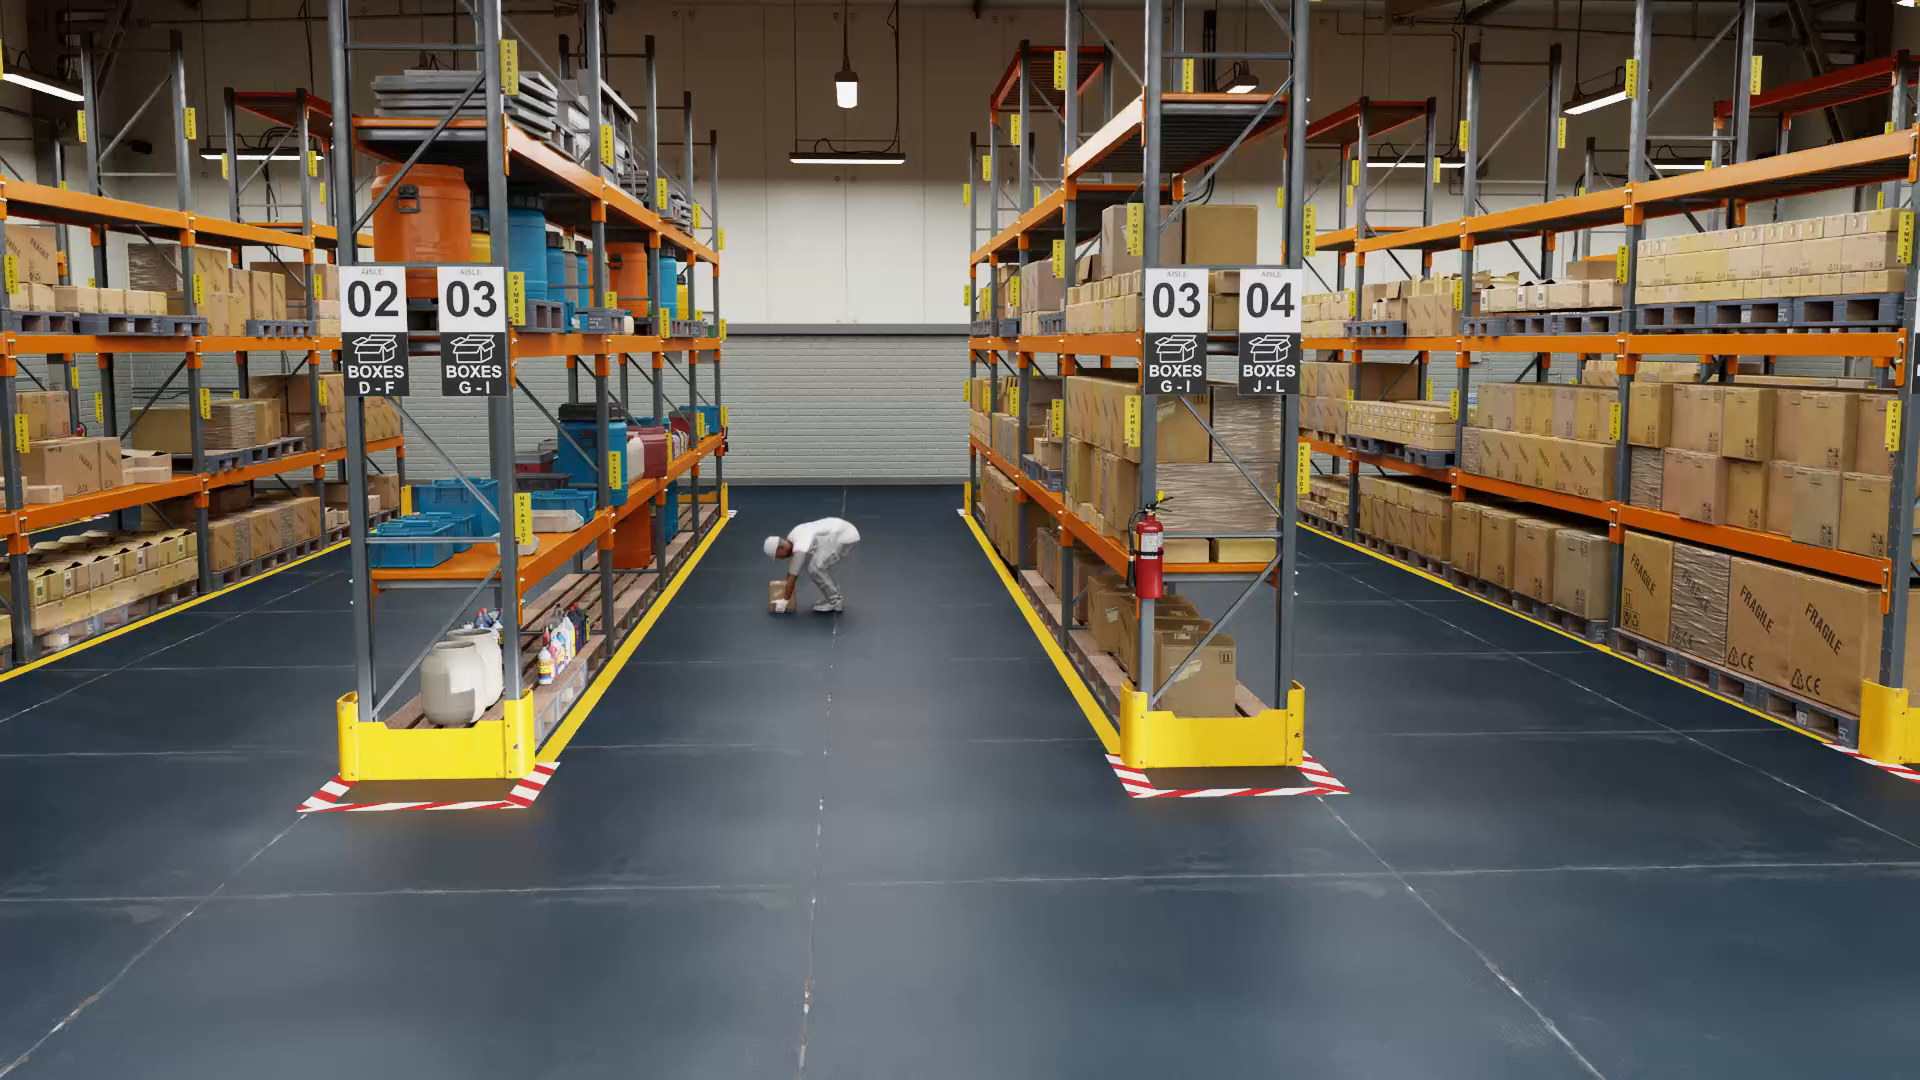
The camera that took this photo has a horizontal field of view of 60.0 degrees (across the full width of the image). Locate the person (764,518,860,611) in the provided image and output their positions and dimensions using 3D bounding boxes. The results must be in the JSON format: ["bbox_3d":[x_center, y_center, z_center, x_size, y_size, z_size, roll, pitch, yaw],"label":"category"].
[{"bbox_3d":[-1.519,0.250,17.091,0.982,0.945,0.524,-1,7,-6],"label":"person"}]
